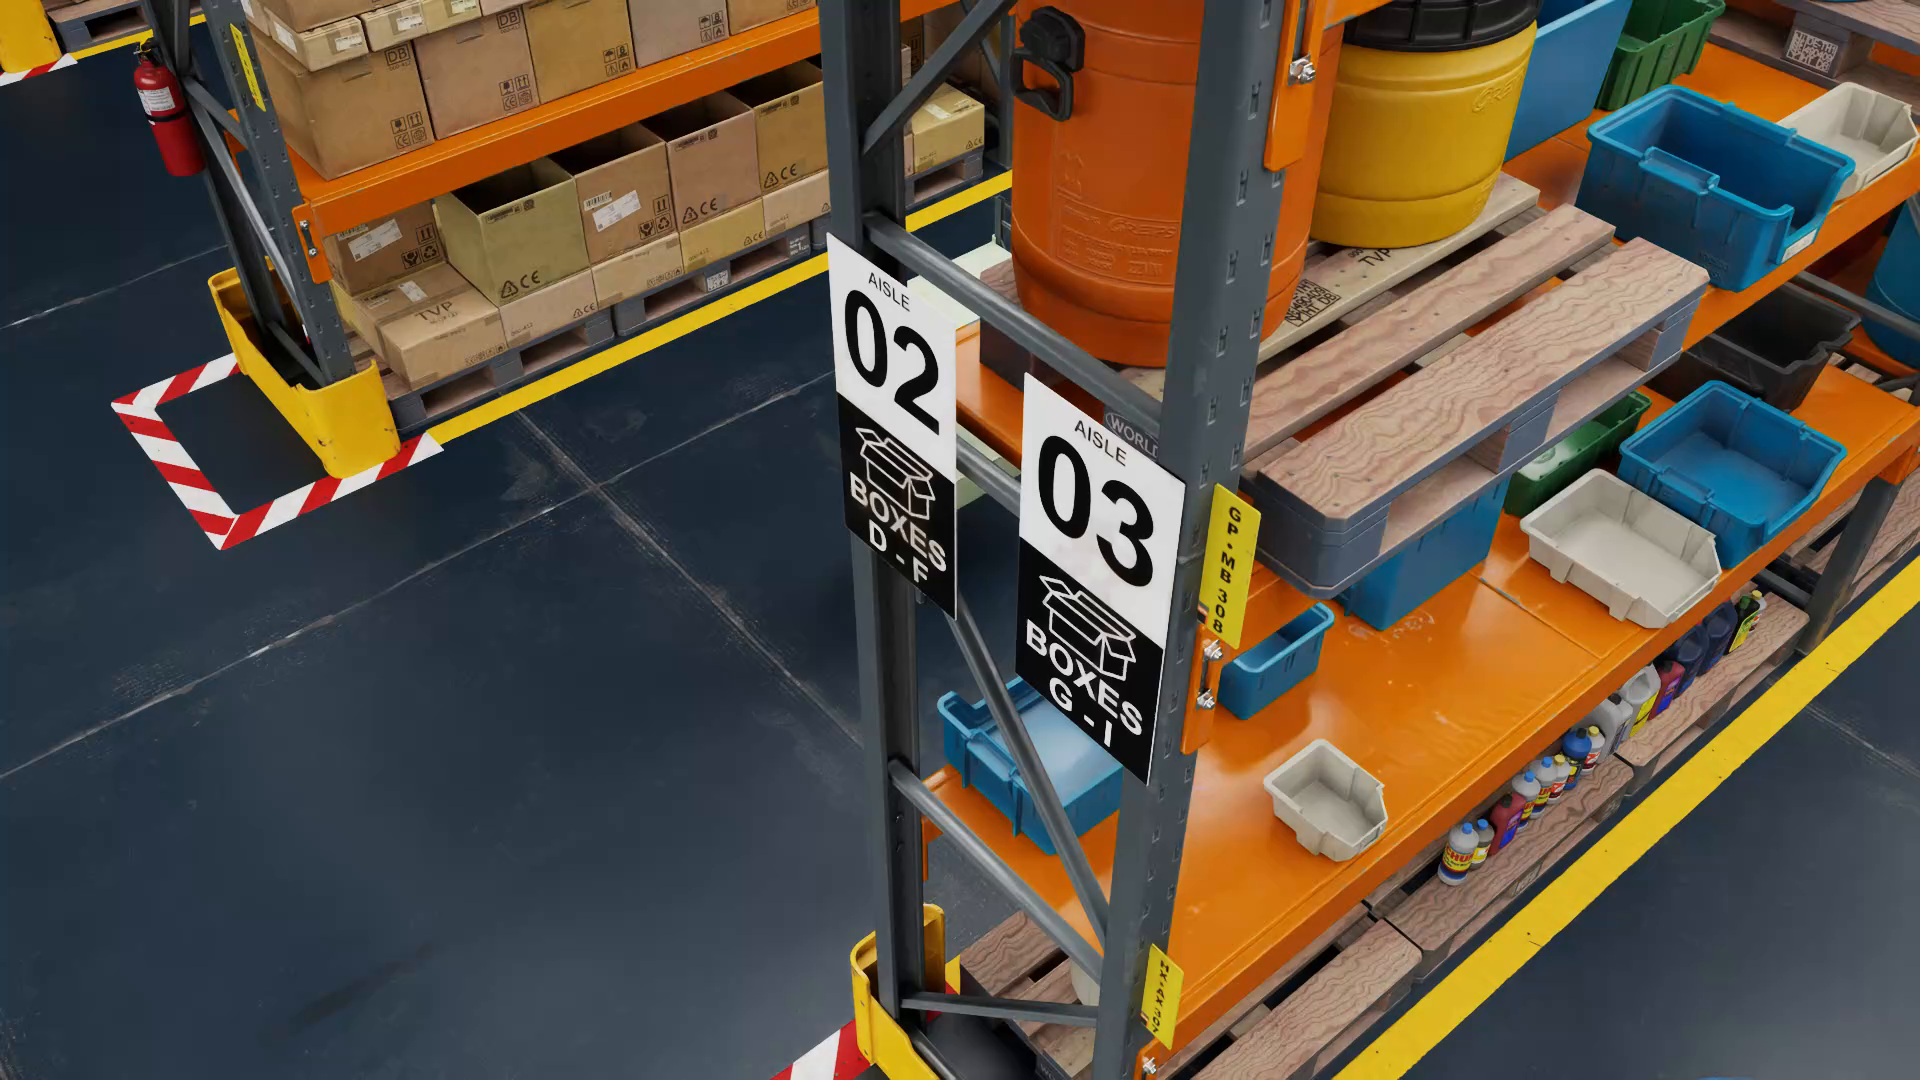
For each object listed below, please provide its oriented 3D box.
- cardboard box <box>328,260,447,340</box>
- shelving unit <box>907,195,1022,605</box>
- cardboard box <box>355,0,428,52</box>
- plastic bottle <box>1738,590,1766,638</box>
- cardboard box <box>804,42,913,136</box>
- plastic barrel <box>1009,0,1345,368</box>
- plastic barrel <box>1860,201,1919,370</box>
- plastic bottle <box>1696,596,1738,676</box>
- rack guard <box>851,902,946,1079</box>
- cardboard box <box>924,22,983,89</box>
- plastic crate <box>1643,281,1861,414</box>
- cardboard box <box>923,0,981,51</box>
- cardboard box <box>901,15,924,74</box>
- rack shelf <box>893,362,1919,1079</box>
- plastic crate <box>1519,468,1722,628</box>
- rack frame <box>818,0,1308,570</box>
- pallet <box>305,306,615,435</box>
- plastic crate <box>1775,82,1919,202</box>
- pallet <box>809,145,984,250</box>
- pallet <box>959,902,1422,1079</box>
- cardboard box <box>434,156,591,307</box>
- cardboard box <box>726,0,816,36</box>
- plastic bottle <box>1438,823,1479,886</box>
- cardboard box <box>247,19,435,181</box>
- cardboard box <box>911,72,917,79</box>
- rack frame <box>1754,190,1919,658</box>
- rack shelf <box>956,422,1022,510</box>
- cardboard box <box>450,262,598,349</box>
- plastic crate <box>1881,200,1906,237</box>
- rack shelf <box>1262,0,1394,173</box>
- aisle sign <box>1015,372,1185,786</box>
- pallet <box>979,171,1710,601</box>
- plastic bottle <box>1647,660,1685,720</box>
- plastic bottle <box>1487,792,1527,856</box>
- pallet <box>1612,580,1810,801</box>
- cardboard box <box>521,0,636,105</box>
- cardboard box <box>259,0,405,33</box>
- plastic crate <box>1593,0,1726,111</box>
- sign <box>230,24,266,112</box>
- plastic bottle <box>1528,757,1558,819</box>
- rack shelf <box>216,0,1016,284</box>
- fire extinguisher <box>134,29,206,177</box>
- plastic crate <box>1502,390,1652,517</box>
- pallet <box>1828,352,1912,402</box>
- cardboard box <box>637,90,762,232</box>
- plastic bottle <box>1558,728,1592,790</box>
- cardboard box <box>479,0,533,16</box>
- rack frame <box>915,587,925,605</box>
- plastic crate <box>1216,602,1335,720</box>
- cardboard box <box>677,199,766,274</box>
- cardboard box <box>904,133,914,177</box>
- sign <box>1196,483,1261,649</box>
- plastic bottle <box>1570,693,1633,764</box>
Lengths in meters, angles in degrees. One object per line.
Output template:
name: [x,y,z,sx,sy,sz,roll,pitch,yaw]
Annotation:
cardboard box: [-2.843,-1.289,8.187,0.500,0.250,0.500,-30,51,-28]
shelving unit: [-0.005,-0.544,6.787,0.755,1.500,0.431,-30,51,-28]
cardboard box: [-2.425,-2.197,6.905,0.250,0.149,0.380,-31,51,-29]
plastic bottle: [3.100,0.281,6.536,0.097,0.201,0.097,0,43,0]
cardboard box: [-0.603,-2.396,8.818,0.500,0.500,0.500,-30,51,-28]
plastic barrel: [0.401,-0.828,3.182,0.708,0.830,0.600,-30,51,-28]
plastic barrel: [3.669,-1.095,5.912,0.708,0.901,0.600,-30,51,-28]
plastic bottle: [2.869,0.338,6.366,0.185,0.351,0.144,-31,51,-29]
rack guard: [0.138,1.709,5.119,0.348,0.500,1.175,-30,51,-28]
cardboard box: [0.135,-2.989,9.997,0.500,0.250,0.500,-30,51,-28]
plastic crate: [2.695,-0.716,5.920,0.504,0.338,0.767,-30,51,-28]
cardboard box: [0.130,-3.188,9.799,0.500,0.311,0.500,-30,51,-28]
cardboard box: [-0.553,-2.889,9.343,0.500,0.500,0.500,-30,51,-28]
rack shelf: [1.644,0.239,5.383,4.000,0.370,1.077,-30,51,-28]
plastic crate: [2.095,0.041,5.262,0.437,0.136,0.530,-30,51,-28]
rack frame: [0.110,-1.331,2.148,0.127,3.000,1.000,-30,51,-28]
pallet: [-2.505,-1.089,8.309,1.213,0.211,1.003,-30,51,-28]
plastic crate: [2.207,-0.981,4.159,0.396,0.136,0.243,-30,51,-28]
pallet: [-0.634,-2.160,9.450,1.213,0.211,1.003,-30,51,-28]
pallet: [0.765,1.460,5.595,1.213,0.211,1.003,-30,51,-28]
cardboard box: [-2.129,-1.511,7.875,0.500,0.500,0.500,-30,51,-28]
cardboard box: [-1.121,-2.889,8.116,0.500,0.500,0.700,-29,50,-27]
plastic bottle: [1.701,1.057,5.659,0.097,0.271,0.097,0,43,0]
cardboard box: [-2.699,-1.982,7.150,0.500,0.500,0.700,-30,51,-28]
cardboard box: [-0.547,-2.610,9.594,0.500,0.250,0.500,-30,51,-28]
rack frame: [3.178,-0.901,6.072,0.127,3.000,1.000,-30,51,-28]
rack shelf: [-0.005,-0.306,7.010,0.720,0.370,0.431,-30,51,-28]
cardboard box: [-2.130,-1.238,8.133,0.500,0.250,0.500,-30,51,-28]
plastic crate: [3.825,-1.543,6.768,0.575,0.384,0.392,-30,51,-28]
rack shelf: [1.644,-1.802,3.466,4.000,0.370,1.077,-30,51,-28]
aisle sign: [0.243,0.093,3.114,0.004,0.787,0.394,-30,51,-28]
pallet: [0.808,-0.481,3.572,1.213,0.211,1.003,-30,51,-28]
plastic bottle: [2.624,0.540,6.200,0.133,0.283,0.061,-26,49,-25]
plastic bottle: [1.886,0.963,5.750,0.133,0.283,0.061,-29,50,-27]
pallet: [2.637,0.388,6.736,1.213,0.211,1.003,-30,51,-28]
cardboard box: [-1.914,-2.430,7.627,0.500,0.500,0.700,-29,51,-28]
cardboard box: [-2.658,-2.478,6.731,0.500,0.500,0.700,-30,51,-28]
plastic crate: [1.793,-1.368,4.532,0.450,0.188,0.336,-30,51,-28]
sign: [-2.713,-1.798,6.336,0.005,0.325,0.100,-30,51,-28]
plastic bottle: [2.041,0.862,5.866,0.097,0.271,0.097,0,43,0]
rack shelf: [-1.531,-2.363,8.155,4.000,0.370,1.077,-30,51,-28]
fire extinguisher: [-3.454,-1.911,7.204,0.183,0.674,0.296,-30,51,-28]
plastic crate: [1.956,-0.376,5.668,0.662,0.188,0.450,-30,51,-28]
pallet: [4.692,-0.789,7.990,1.213,0.211,1.003,-30,51,-28]
cardboard box: [-1.359,-1.948,8.340,0.500,0.500,0.500,-30,51,-28]
plastic bottle: [2.196,0.773,5.961,0.097,0.271,0.097,0,43,0]
cardboard box: [-2.038,-2.415,7.137,0.250,0.149,0.380,-31,51,-28]
rack frame: [-0.286,-0.383,6.616,0.023,1.500,0.400,-30,51,-28]
plastic crate: [0.804,0.250,4.954,0.408,0.251,0.499,-30,51,-28]
cardboard box: [-1.359,-1.675,8.598,0.500,0.250,0.500,-30,51,-28]
cardboard box: [-0.602,-2.122,9.074,0.500,0.250,0.500,-30,51,-28]
sign: [0.460,0.050,2.862,0.005,0.325,0.100,-30,51,-28]
plastic bottle: [2.347,0.661,6.077,0.135,0.276,0.152,-29,50,-27]
